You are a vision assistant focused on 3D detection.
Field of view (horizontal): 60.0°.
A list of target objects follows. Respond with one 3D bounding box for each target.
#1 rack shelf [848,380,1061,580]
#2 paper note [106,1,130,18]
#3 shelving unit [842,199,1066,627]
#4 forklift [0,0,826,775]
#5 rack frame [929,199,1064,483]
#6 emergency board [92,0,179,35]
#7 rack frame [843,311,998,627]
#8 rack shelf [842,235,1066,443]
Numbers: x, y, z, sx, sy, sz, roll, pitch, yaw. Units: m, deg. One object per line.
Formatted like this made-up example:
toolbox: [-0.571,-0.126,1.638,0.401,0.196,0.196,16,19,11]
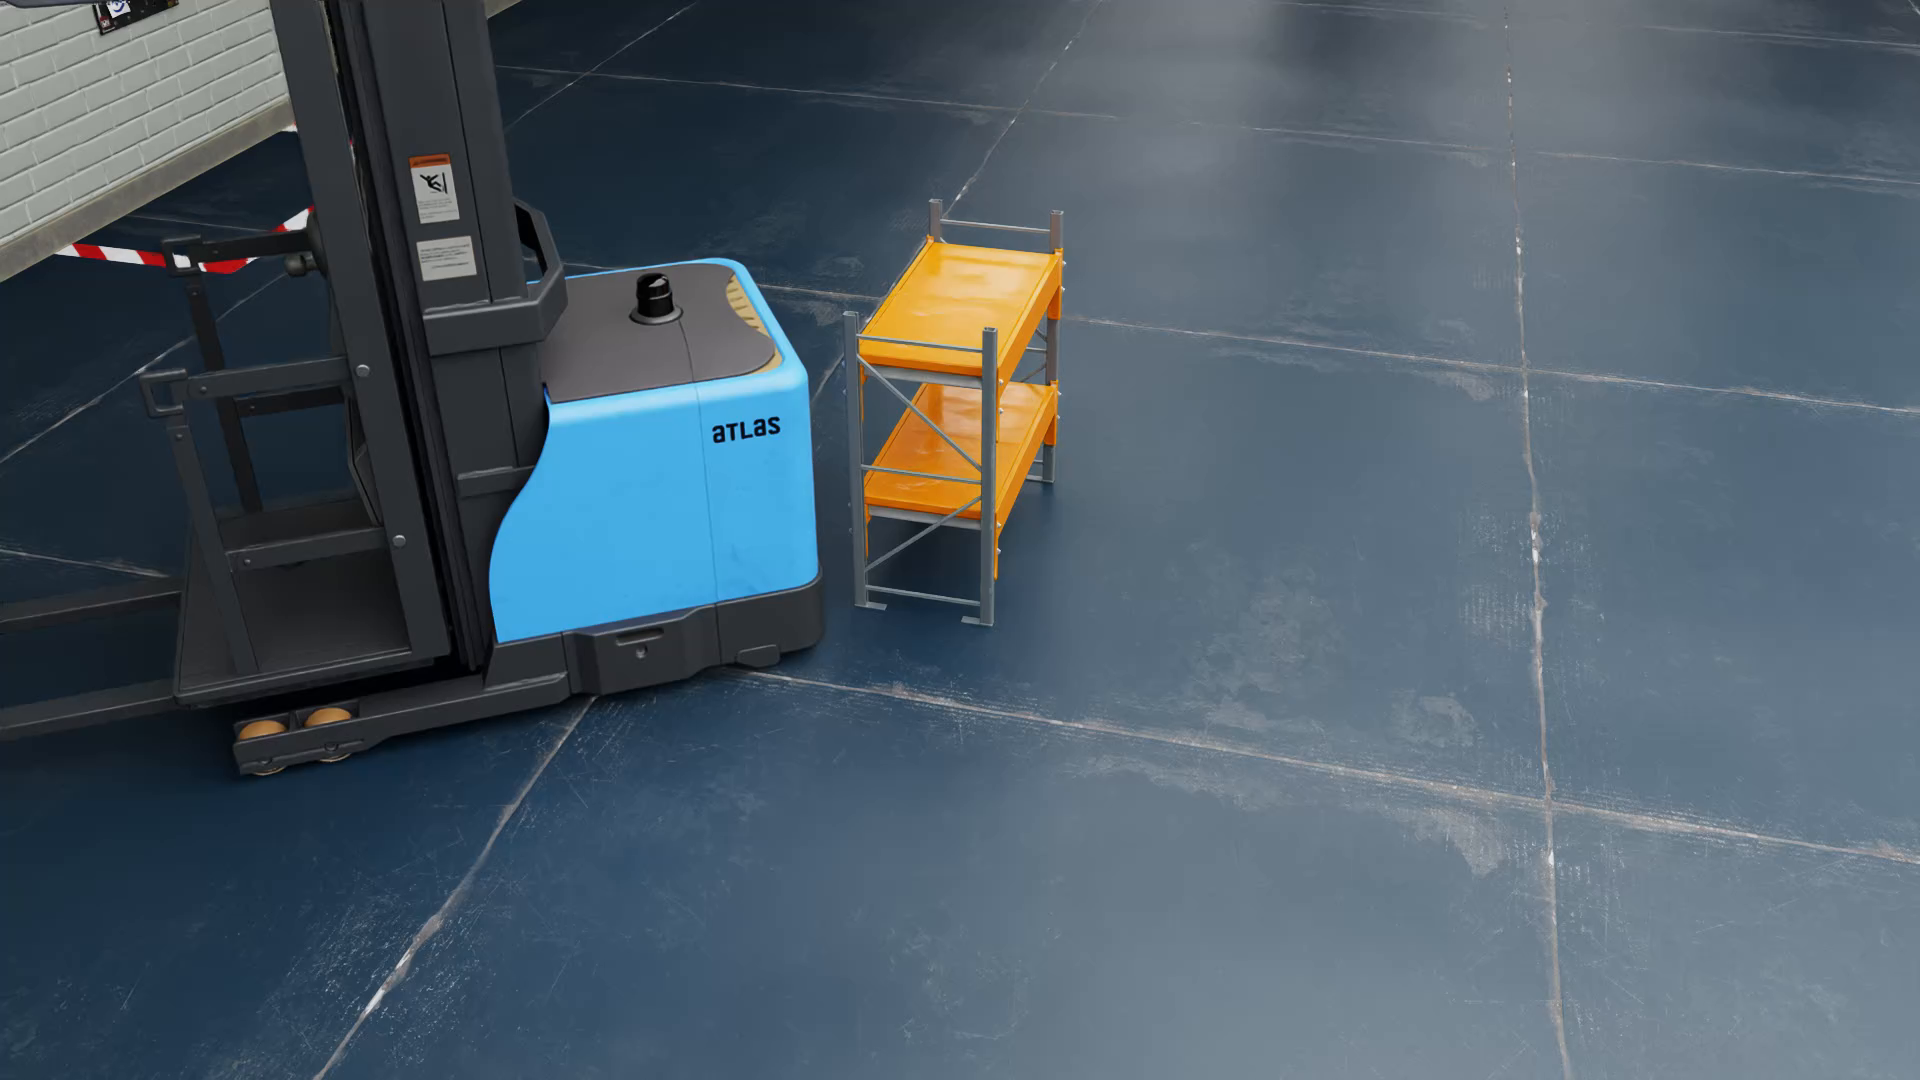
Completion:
rack shelf: [0.002,-0.272,6.085,0.538,0.278,1.000,8,33,12]
paper note: [-4.431,-2.836,8.737,0.016,0.148,0.142,8,33,12]
shelving unit: [0.002,-0.478,5.954,0.538,1.125,1.048,8,33,12]
forklift: [-2.029,-0.834,4.830,3.031,2.935,1.130,-10,34,-16]
rack frame: [0.131,-0.742,6.369,0.500,1.125,0.032,8,33,12]
emergency board: [-4.320,-3.291,8.630,0.194,1.169,0.643,8,33,12]
rack frame: [-0.127,-0.214,5.539,0.500,1.125,0.032,8,33,12]
rack shelf: [0.002,-0.725,5.797,0.538,0.278,1.000,8,33,12]
